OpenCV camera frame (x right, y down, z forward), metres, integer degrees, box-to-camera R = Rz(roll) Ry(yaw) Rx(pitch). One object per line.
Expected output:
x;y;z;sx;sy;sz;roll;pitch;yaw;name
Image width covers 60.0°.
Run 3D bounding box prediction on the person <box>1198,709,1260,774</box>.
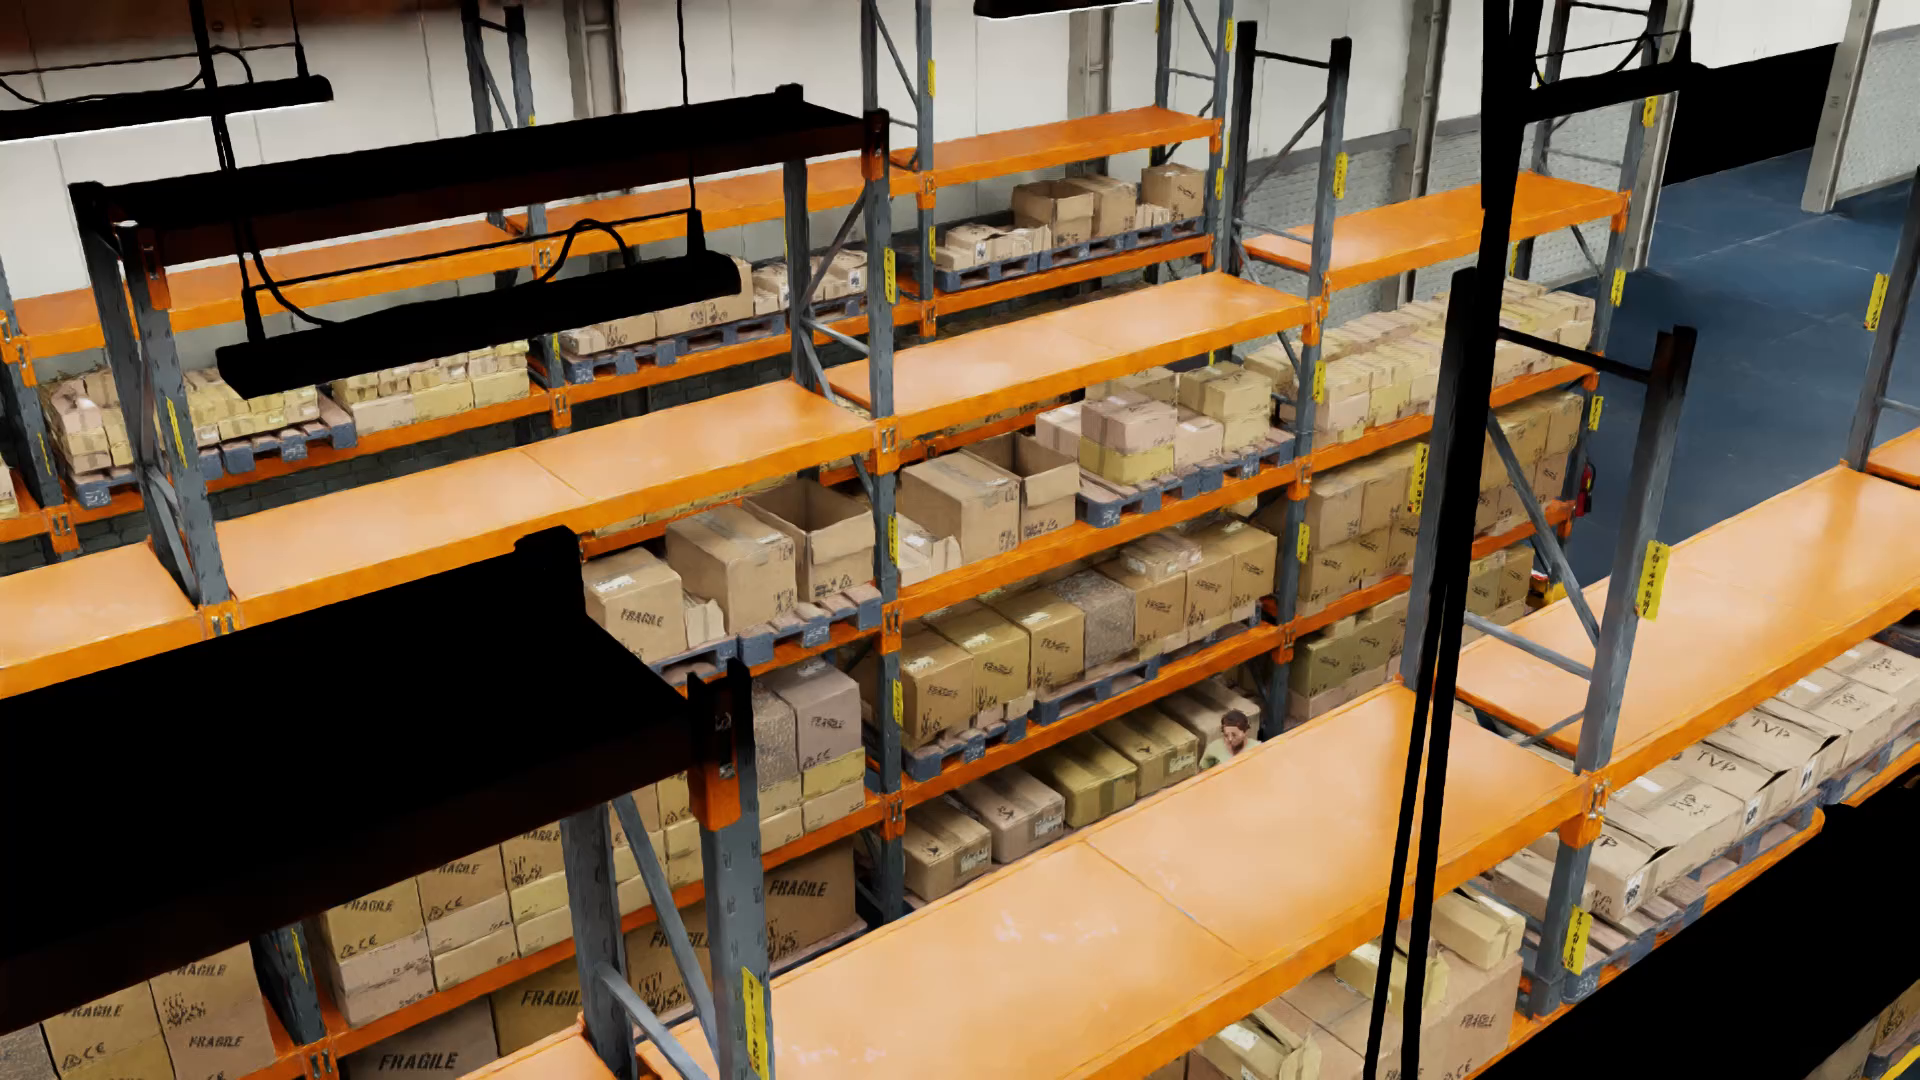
1.966;1.976;12.144;0.572;1.666;0.580;-5;27;-11;person
